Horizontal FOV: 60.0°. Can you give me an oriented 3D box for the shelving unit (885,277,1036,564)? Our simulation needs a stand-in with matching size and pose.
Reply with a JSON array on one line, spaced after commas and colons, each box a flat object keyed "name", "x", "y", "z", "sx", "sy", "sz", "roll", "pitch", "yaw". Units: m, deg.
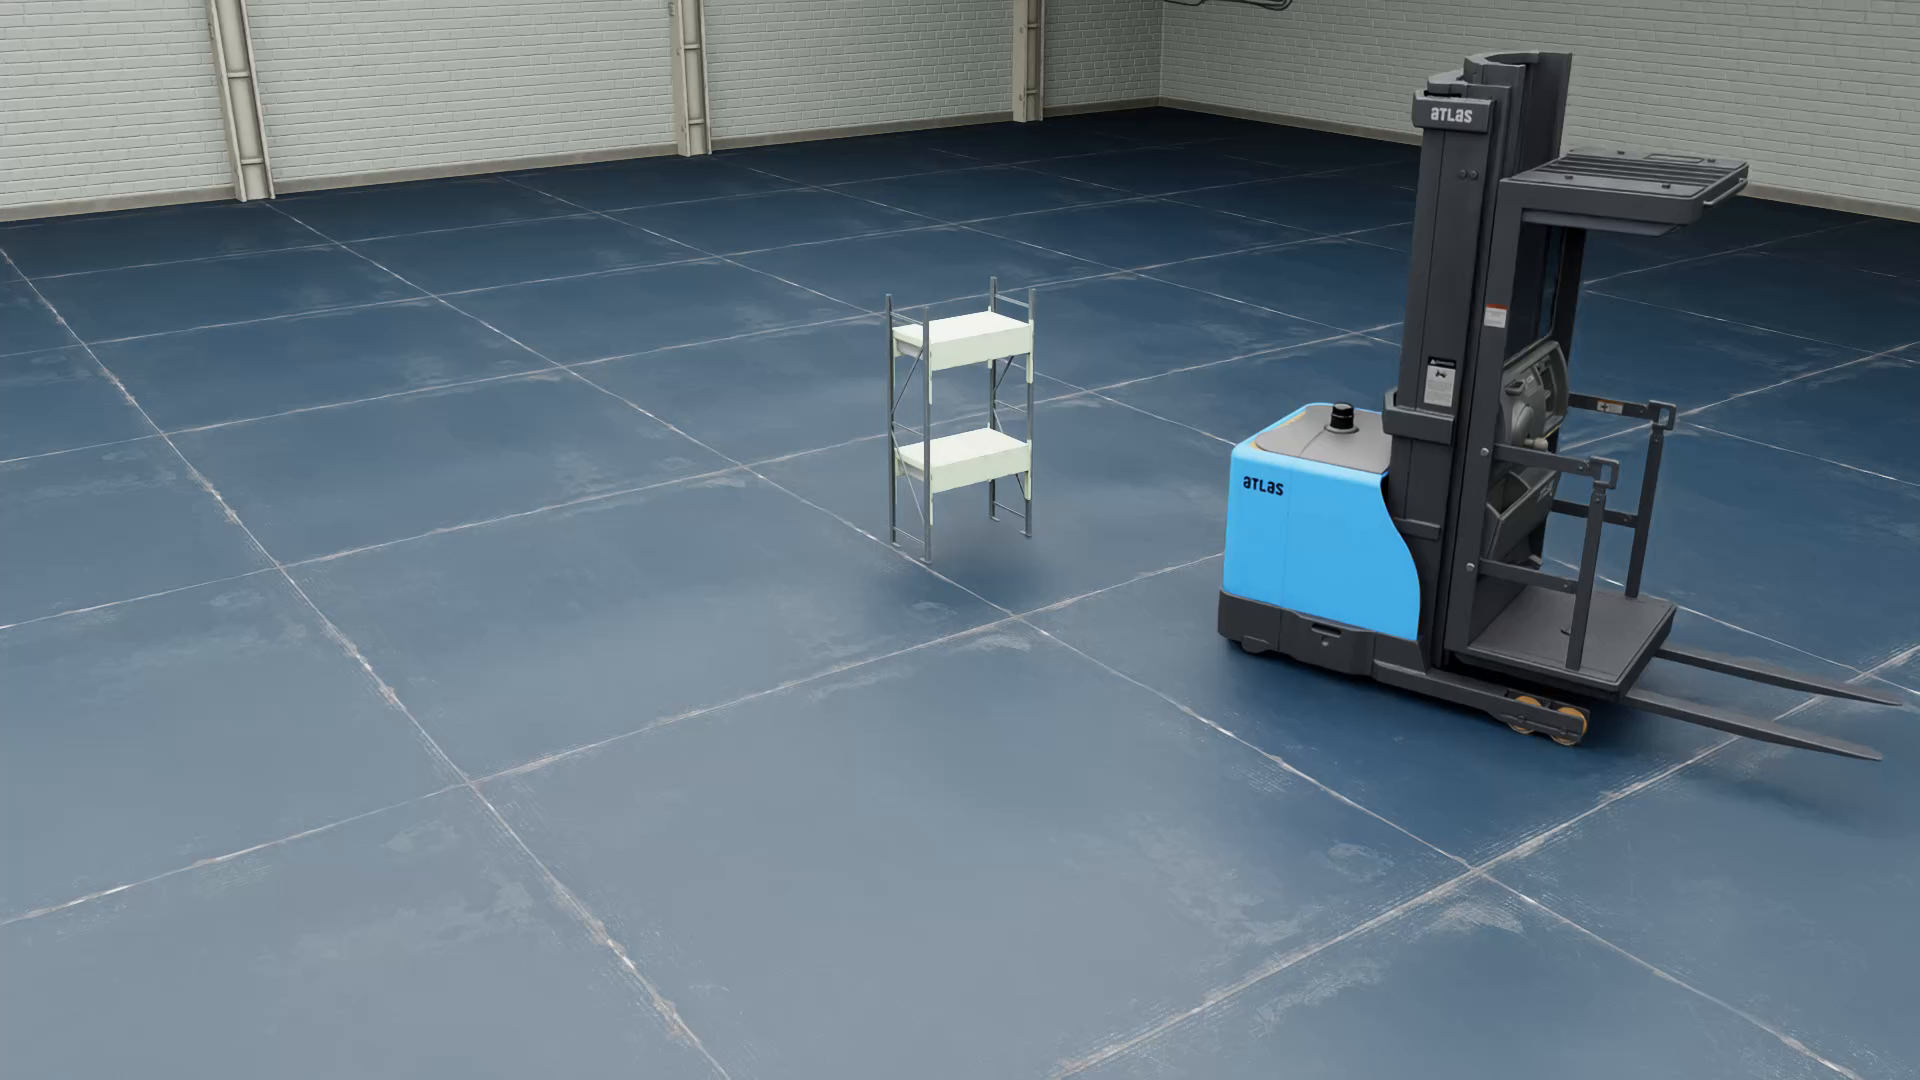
[{"name": "shelving unit", "x": 0.005, "y": -0.698, "z": 9.622, "sx": 0.755, "sy": 1.500, "sz": 0.431, "roll": -15, "pitch": 26, "yaw": -33}]

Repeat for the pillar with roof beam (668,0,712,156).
[{"name": "pillar with roof beam", "x": -1.264, "y": -8.382, "z": 18.760, "sx": 0.400, "sy": 9.000, "sz": 9.100, "roll": -15, "pitch": 26, "yaw": -33}]

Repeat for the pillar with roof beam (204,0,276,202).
[{"name": "pillar with roof beam", "x": -6.134, "y": -7.083, "z": 15.505, "sx": 0.400, "sy": 9.000, "sz": 9.100, "roll": -15, "pitch": 26, "yaw": -33}]

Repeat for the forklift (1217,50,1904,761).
[{"name": "forklift", "x": 2.819, "y": -0.653, "z": 7.579, "sx": 3.031, "sy": 2.935, "sz": 1.130, "roll": 15, "pitch": 26, "yaw": 32}]

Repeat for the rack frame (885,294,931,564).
[{"name": "rack frame", "x": -0.292, "y": -0.619, "z": 9.424, "sx": 0.023, "sy": 1.500, "sz": 0.400, "roll": -15, "pitch": 26, "yaw": -33}]

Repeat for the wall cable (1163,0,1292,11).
[{"name": "wall cable", "x": 4.256, "y": -9.773, "z": 26.436, "sx": 0.112, "sy": 2.526, "sz": 3.097, "roll": -15, "pitch": 26, "yaw": -33}]

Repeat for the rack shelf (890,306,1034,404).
[{"name": "rack shelf", "x": 0.005, "y": -1.061, "z": 9.477, "sx": 0.720, "sy": 0.370, "sz": 0.431, "roll": -15, "pitch": 26, "yaw": -33}]

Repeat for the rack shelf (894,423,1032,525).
[{"name": "rack shelf", "x": 0.005, "y": -0.395, "z": 9.743, "sx": 0.720, "sy": 0.370, "sz": 0.431, "roll": -15, "pitch": 26, "yaw": -33}]

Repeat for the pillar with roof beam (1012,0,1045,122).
[{"name": "pillar with roof beam", "x": 3.607, "y": -9.681, "z": 22.014, "sx": 0.400, "sy": 9.000, "sz": 9.100, "roll": -15, "pitch": 26, "yaw": -33}]

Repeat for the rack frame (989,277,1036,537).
[{"name": "rack frame", "x": 0.303, "y": -0.777, "z": 9.821, "sx": 0.023, "sy": 1.500, "sz": 0.400, "roll": -15, "pitch": 26, "yaw": -33}]
